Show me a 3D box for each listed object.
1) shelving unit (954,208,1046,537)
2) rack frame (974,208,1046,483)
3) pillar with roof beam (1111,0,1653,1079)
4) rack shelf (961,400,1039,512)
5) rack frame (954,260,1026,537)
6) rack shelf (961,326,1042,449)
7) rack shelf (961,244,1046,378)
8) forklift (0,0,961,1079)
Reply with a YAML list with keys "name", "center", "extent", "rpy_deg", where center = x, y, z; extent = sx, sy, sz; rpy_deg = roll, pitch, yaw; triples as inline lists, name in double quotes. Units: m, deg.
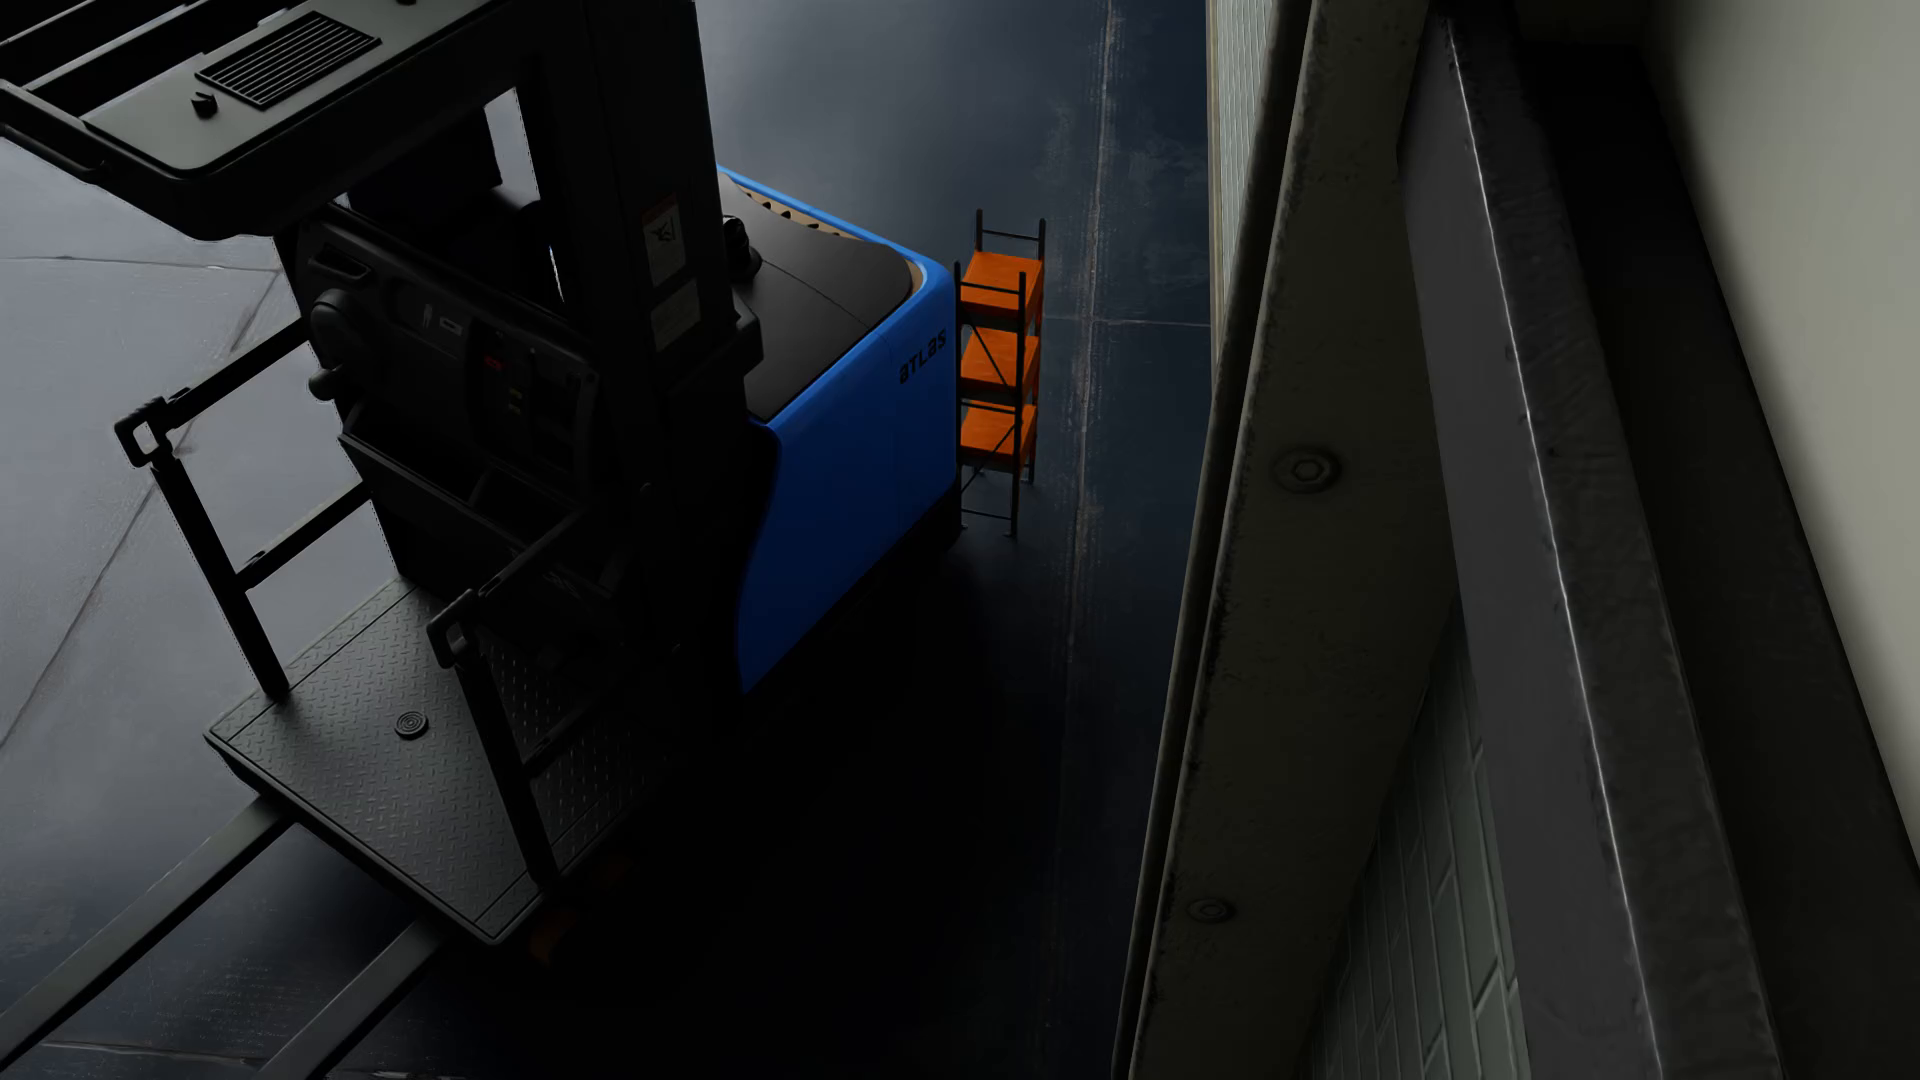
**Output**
- name: "shelving unit"
  center: [0.112, -0.473, 4.971]
  extent: [0.215, 1.050, 0.252]
  rpy_deg: [11, 48, 10]
- name: "rack frame"
  center: [0.143, -0.560, 5.050]
  extent: [0.200, 1.050, 0.008]
  rpy_deg: [11, 48, 10]
- name: "pillar with roof beam"
  center: [-3.779, -1.896, 0.885]
  extent: [9.100, 9.000, 0.400]
  rpy_deg: [4, 48, 4]
- name: "rack shelf"
  center: [0.112, -0.278, 5.184]
  extent: [0.215, 0.259, 0.240]
  rpy_deg: [11, 48, 10]
- name: "rack frame"
  center: [0.081, -0.385, 4.891]
  extent: [0.200, 1.050, 0.008]
  rpy_deg: [11, 48, 10]
- name: "rack shelf"
  center: [0.112, -0.465, 4.979]
  extent: [0.215, 0.259, 0.240]
  rpy_deg: [11, 48, 10]
- name: "rack shelf"
  center: [0.112, -0.657, 4.769]
  extent: [0.215, 0.259, 0.240]
  rpy_deg: [11, 48, 10]
- name: "forklift"
  center: [-1.256, -0.306, 3.544]
  extent: [1.130, 2.935, 3.031]
  rpy_deg: [27, 53, 23]
